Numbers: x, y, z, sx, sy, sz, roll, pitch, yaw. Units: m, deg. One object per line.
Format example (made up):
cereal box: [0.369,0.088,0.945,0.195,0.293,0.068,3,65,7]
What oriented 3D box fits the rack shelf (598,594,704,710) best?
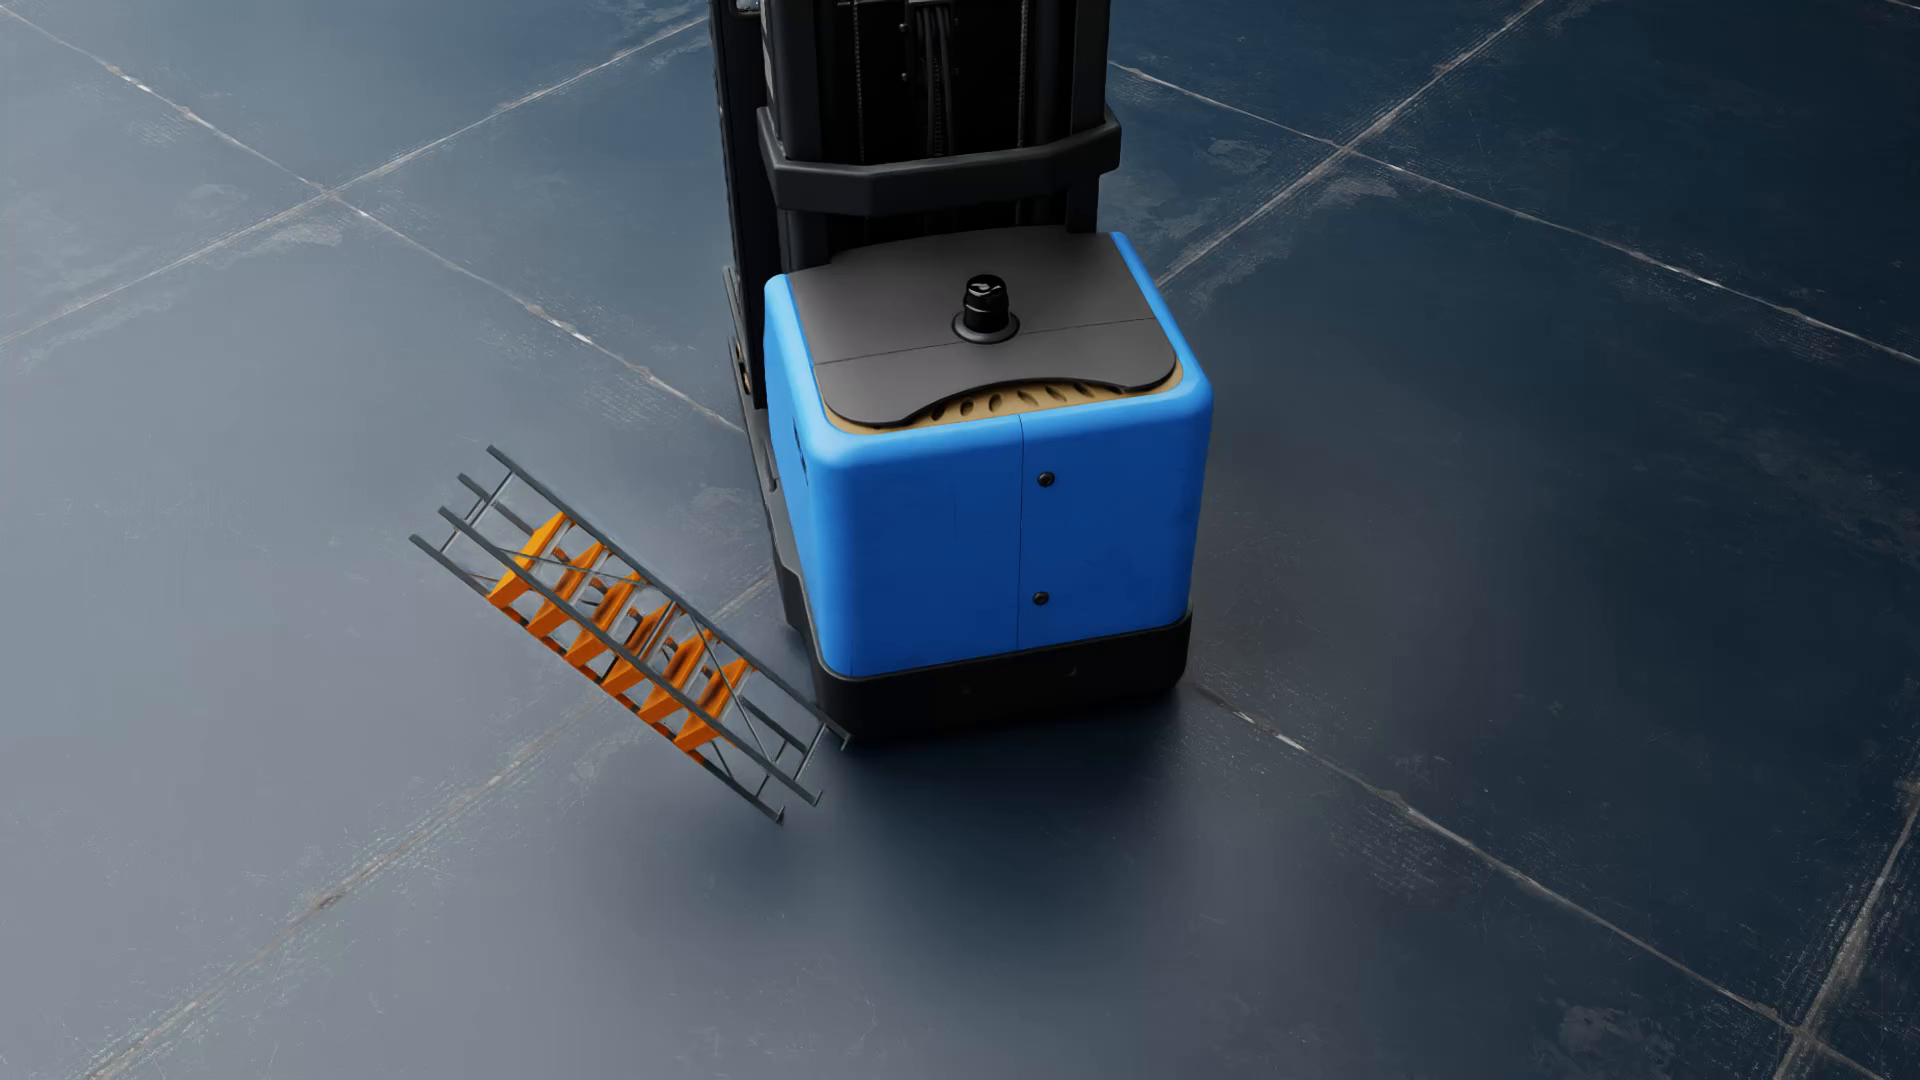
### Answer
rack shelf: [-0.785,0.286,4.254,0.103,0.180,0.258,41,49,-18]

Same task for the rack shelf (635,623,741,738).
rack shelf: [-0.699,0.362,4.290,0.103,0.180,0.258,41,49,-18]

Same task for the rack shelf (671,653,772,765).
rack shelf: [-0.614,0.437,4.327,0.103,0.180,0.258,41,49,-18]

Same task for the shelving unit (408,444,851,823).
shelving unit: [-0.817,0.258,4.240,1.200,0.189,0.258,41,49,-18]

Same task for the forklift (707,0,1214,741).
forklift: [-0.189,-1.541,4.766,1.130,2.935,3.031,-9,43,-10]

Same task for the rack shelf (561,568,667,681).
rack shelf: [-0.871,0.211,4.217,0.103,0.180,0.258,41,49,-18]

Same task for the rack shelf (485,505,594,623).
rack shelf: [-1.042,0.060,4.143,0.103,0.180,0.258,41,49,-18]

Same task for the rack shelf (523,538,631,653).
rack shelf: [-0.957,0.135,4.180,0.103,0.180,0.258,41,49,-18]

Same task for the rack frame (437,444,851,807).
rack frame: [-0.761,0.227,4.175,1.200,0.006,0.240,41,49,-18]

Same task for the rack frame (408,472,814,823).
rack frame: [-0.873,0.290,4.305,1.200,0.006,0.240,41,49,-18]
